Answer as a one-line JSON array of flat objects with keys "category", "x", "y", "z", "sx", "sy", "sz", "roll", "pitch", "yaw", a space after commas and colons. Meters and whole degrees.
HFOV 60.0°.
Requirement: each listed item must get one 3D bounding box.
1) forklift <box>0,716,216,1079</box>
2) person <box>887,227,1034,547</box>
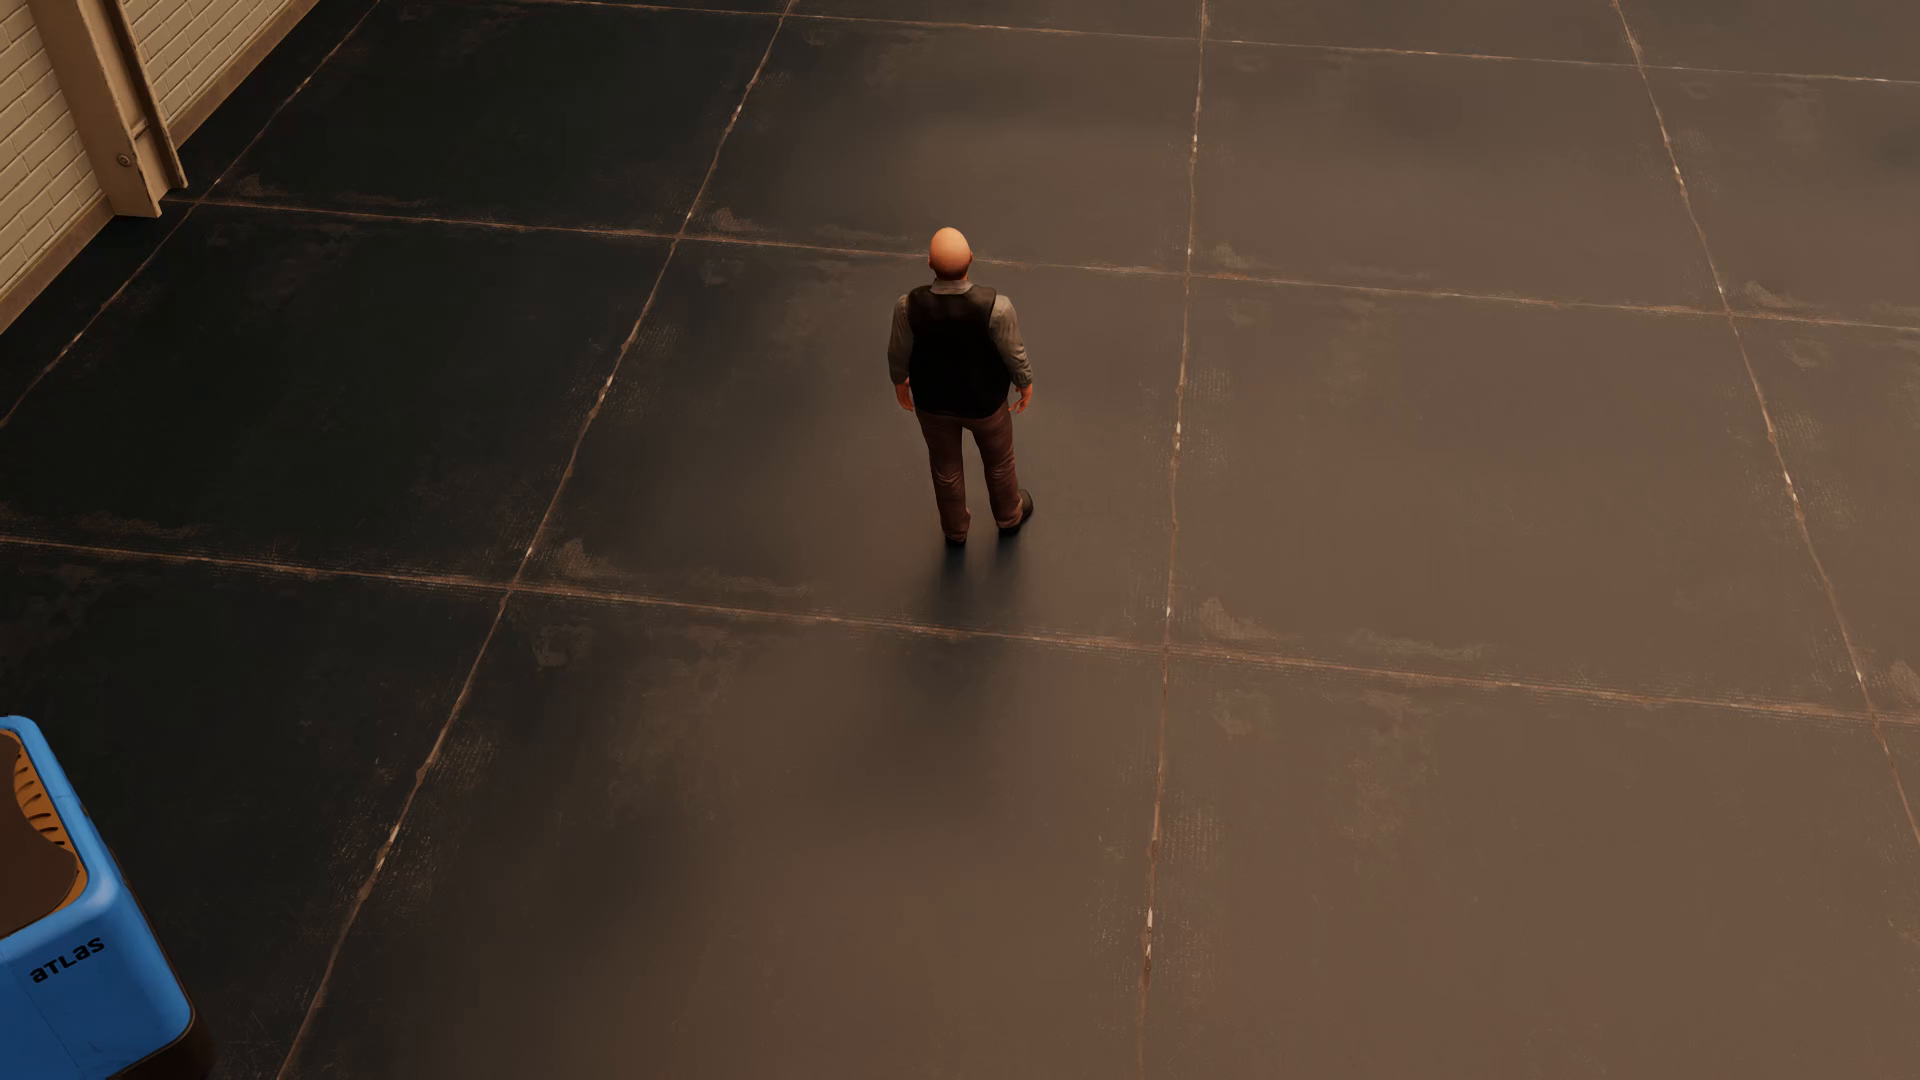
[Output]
[{"category": "forklift", "x": -4.071, "y": 1.162, "z": 4.459, "sx": 3.031, "sy": 2.935, "sz": 1.130, "roll": -28, "pitch": 50, "yaw": -27}, {"category": "person", "x": 0.016, "y": -0.686, "z": 7.354, "sx": 0.633, "sy": 1.722, "sz": 0.551, "roll": 5, "pitch": 43, "yaw": 6}]
